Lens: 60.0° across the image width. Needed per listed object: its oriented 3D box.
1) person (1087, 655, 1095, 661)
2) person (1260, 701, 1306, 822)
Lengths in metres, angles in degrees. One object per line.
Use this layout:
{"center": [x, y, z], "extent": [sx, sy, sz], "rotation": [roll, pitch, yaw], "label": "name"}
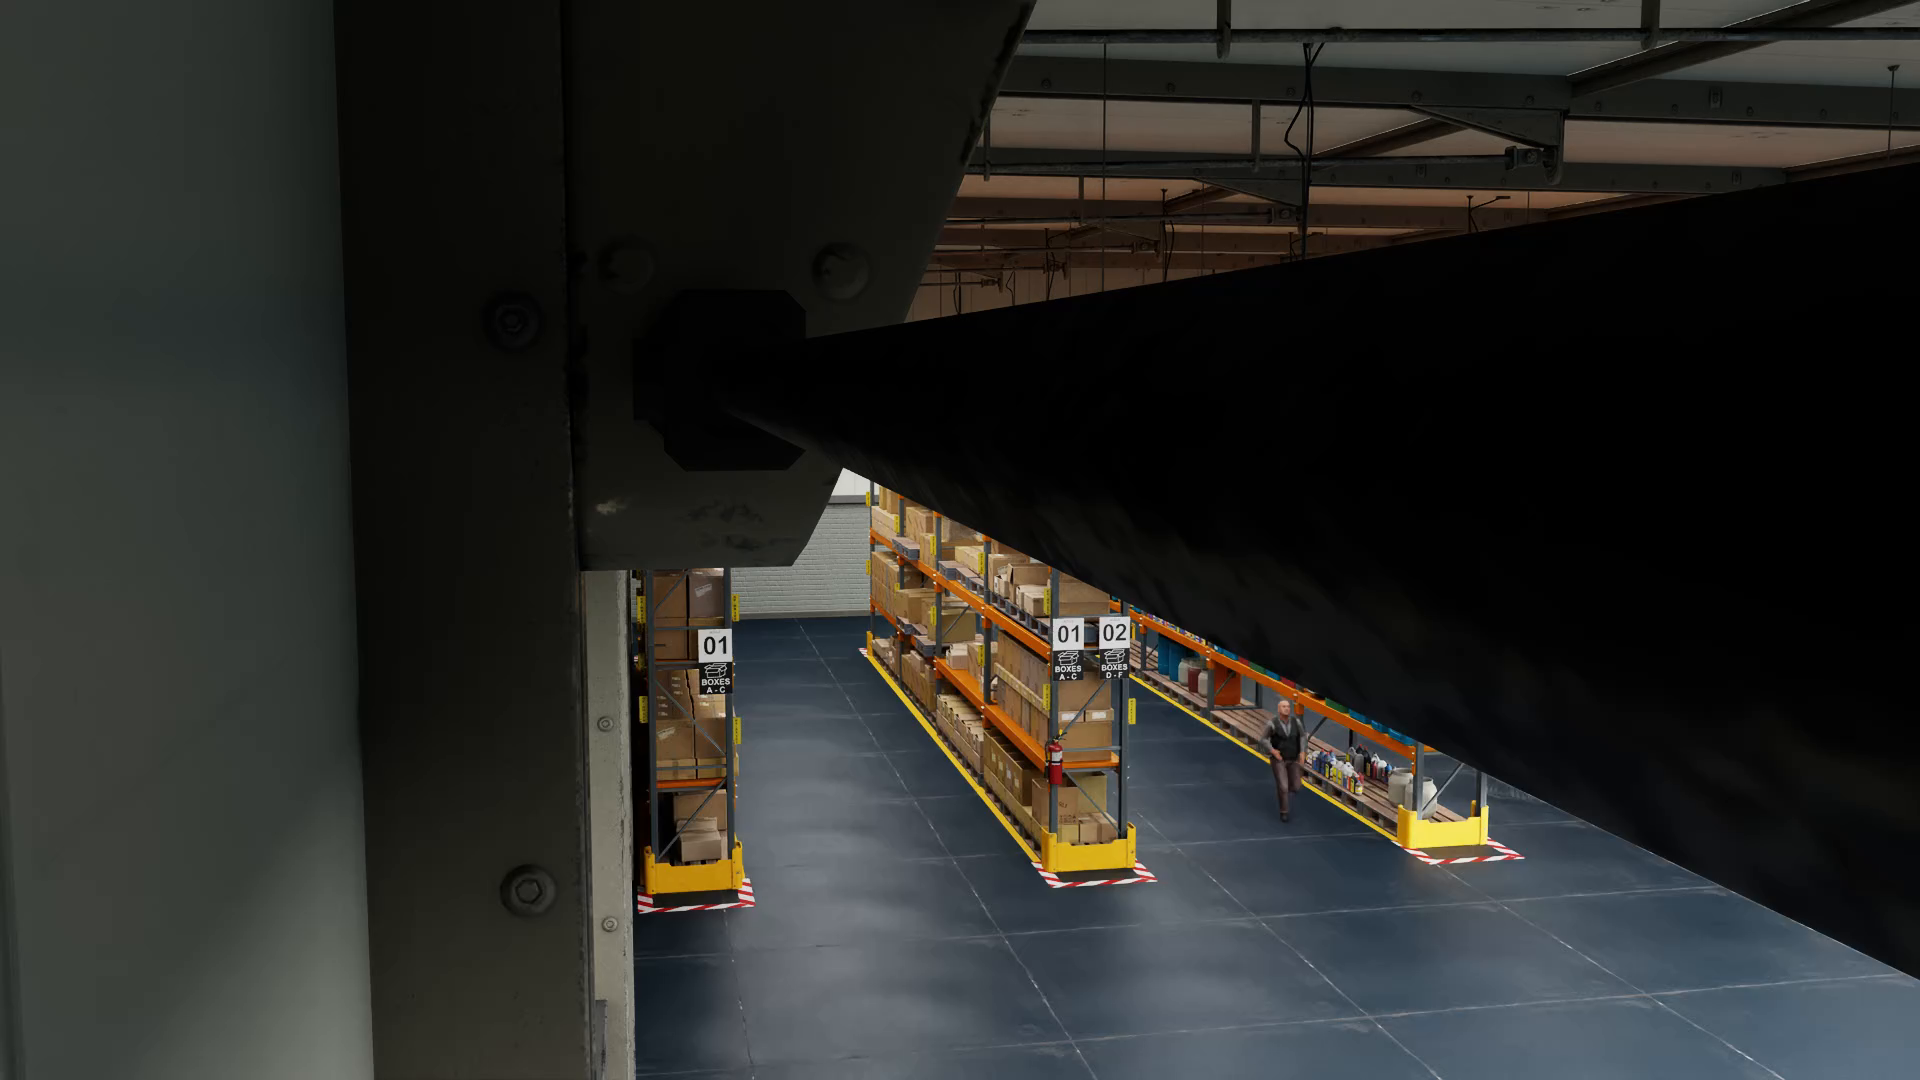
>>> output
{"center": [2.275, 2.131, 30.538], "extent": [0.521, 1.340, 0.482], "rotation": [-1, 6, -13], "label": "person"}
{"center": [4.549, 3.075, 23.372], "extent": [0.677, 1.669, 0.645], "rotation": [-1, 6, -9], "label": "person"}
